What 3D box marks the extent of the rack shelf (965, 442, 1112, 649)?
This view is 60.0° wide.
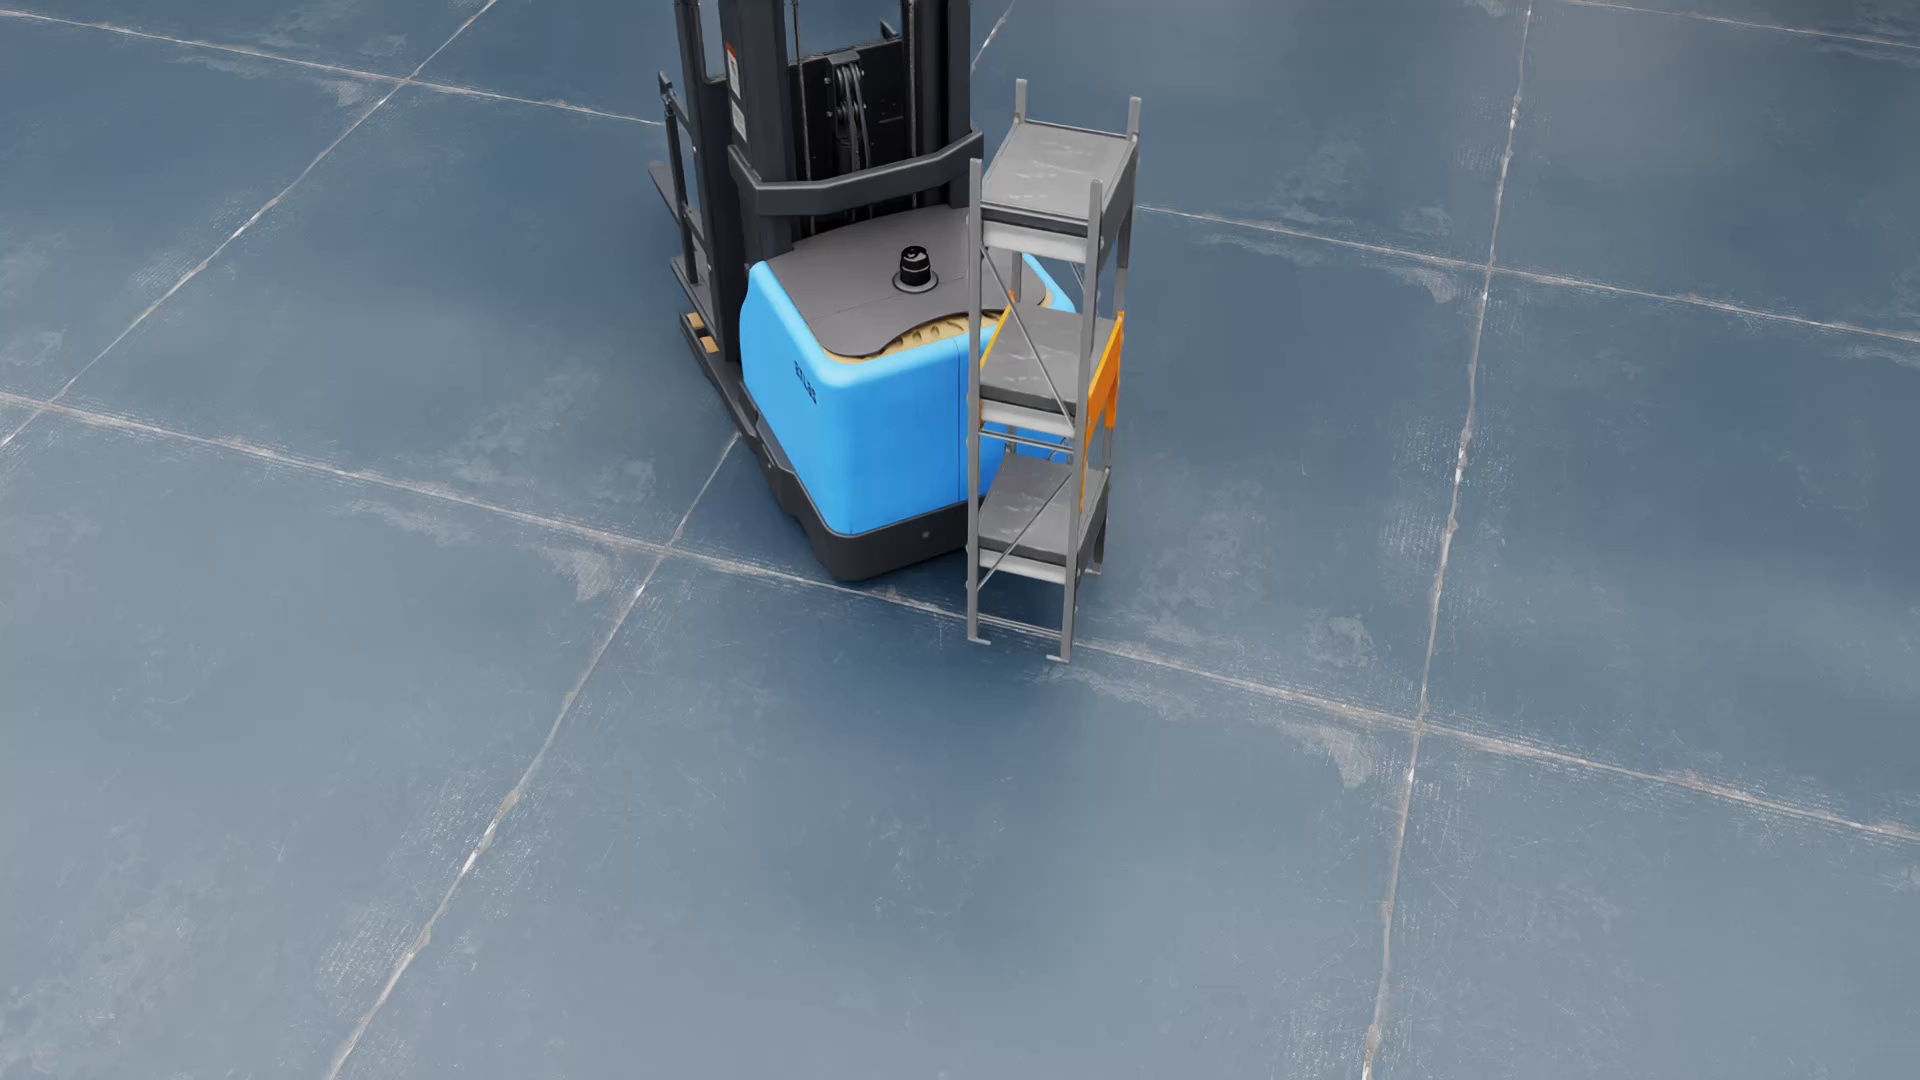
[{"bbox_3d":[0.295,0.019,6.249,0.431,0.518,0.480,12,46,12],"label":"rack shelf"}]

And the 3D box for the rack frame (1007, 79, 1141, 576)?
[{"bbox_3d":[0.369,-0.654,5.917,0.400,2.100,0.015,12,46,12],"label":"rack frame"}]

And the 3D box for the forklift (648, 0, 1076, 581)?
[{"bbox_3d":[-0.632,-1.926,6.622,1.130,2.935,3.031,-18,47,-17],"label":"forklift"}]

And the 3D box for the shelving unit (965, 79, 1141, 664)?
[{"bbox_3d":[0.295,-0.491,5.750,0.431,2.100,0.503,12,46,12],"label":"shelving unit"}]

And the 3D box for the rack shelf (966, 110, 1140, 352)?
[{"bbox_3d":[0.295,-0.981,5.270,0.431,0.518,0.480,12,46,12],"label":"rack shelf"}]

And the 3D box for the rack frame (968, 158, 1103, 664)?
[{"bbox_3d":[0.222,-0.328,5.584,0.400,2.100,0.015,12,46,12],"label":"rack frame"}]

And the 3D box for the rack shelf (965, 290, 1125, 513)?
[{"bbox_3d":[0.295,-0.481,5.760,0.431,0.518,0.480,12,46,12],"label":"rack shelf"}]
